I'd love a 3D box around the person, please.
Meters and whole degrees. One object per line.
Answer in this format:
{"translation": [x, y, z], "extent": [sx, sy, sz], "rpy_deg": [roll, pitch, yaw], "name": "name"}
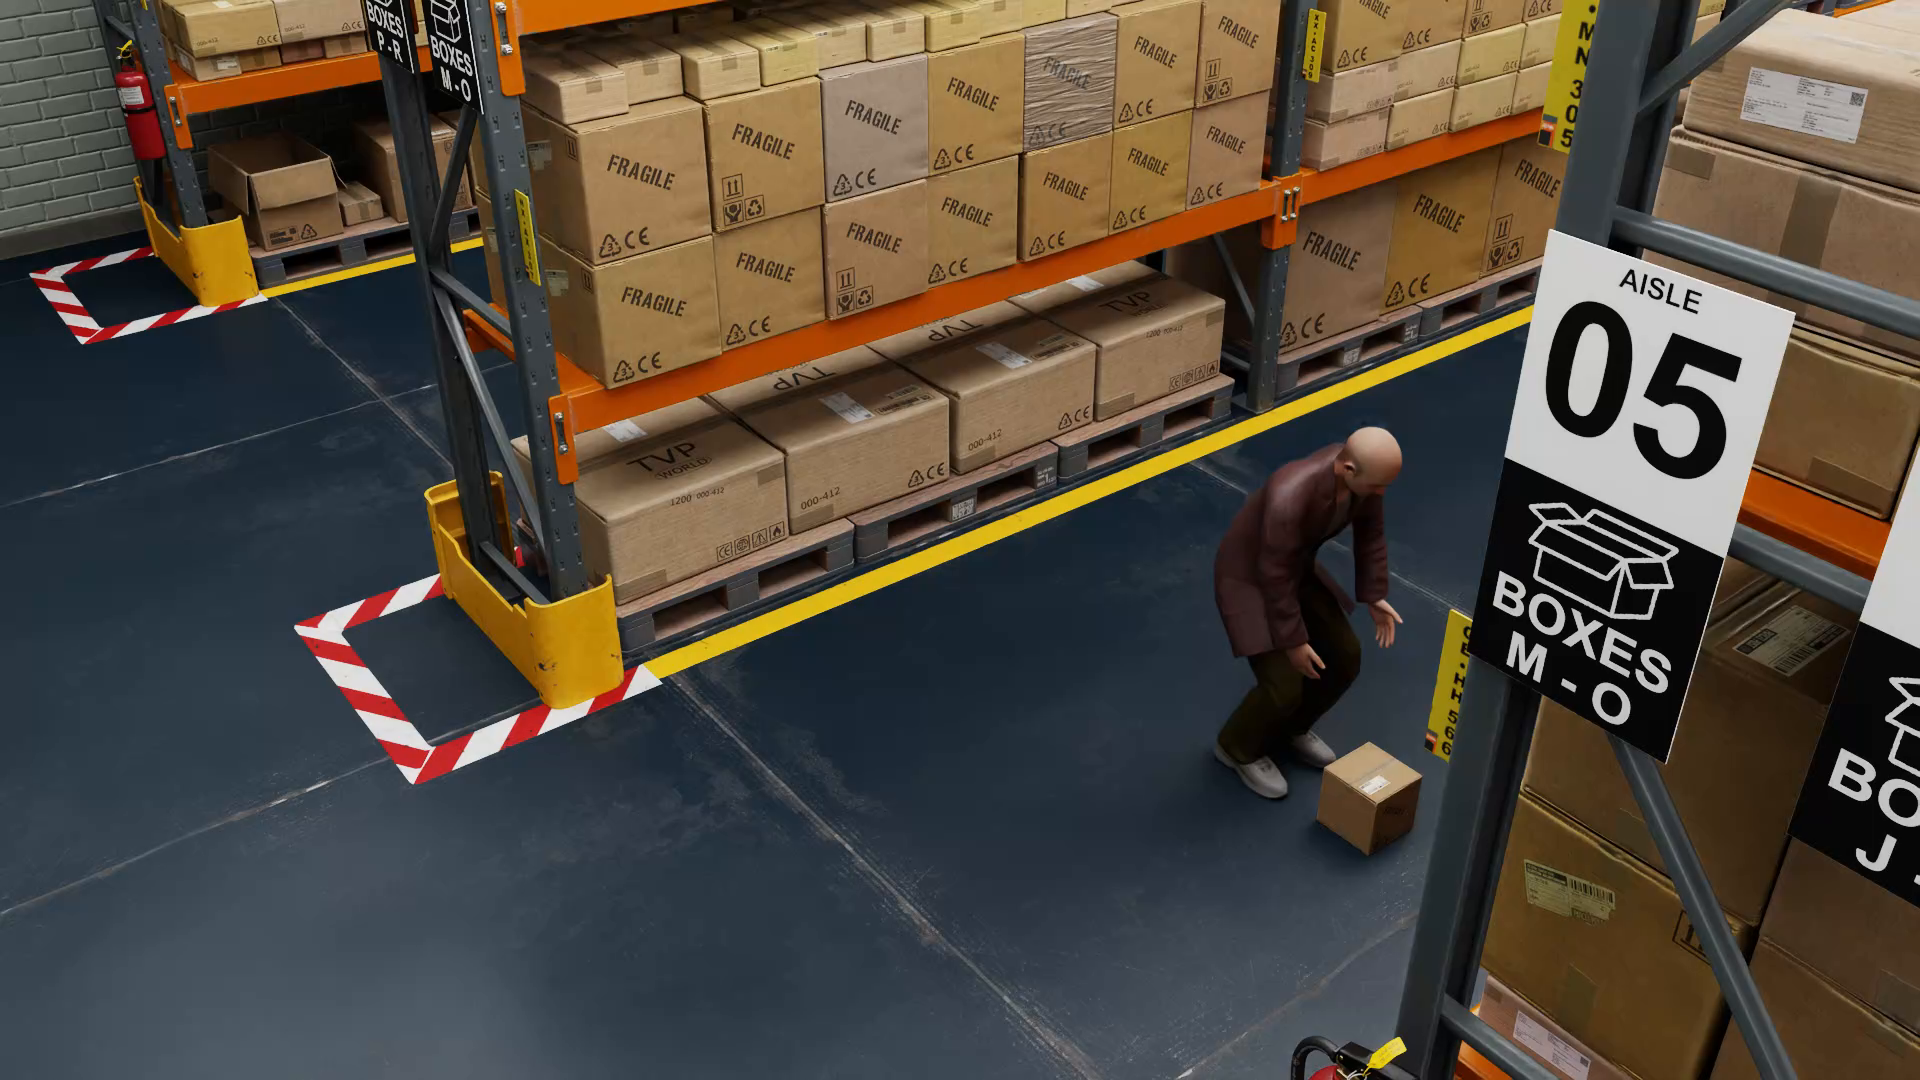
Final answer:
{"translation": [1.254, 0.239, 6.077], "extent": [0.629, 1.453, 0.701], "rpy_deg": [-22, 38, -31], "name": "person"}
